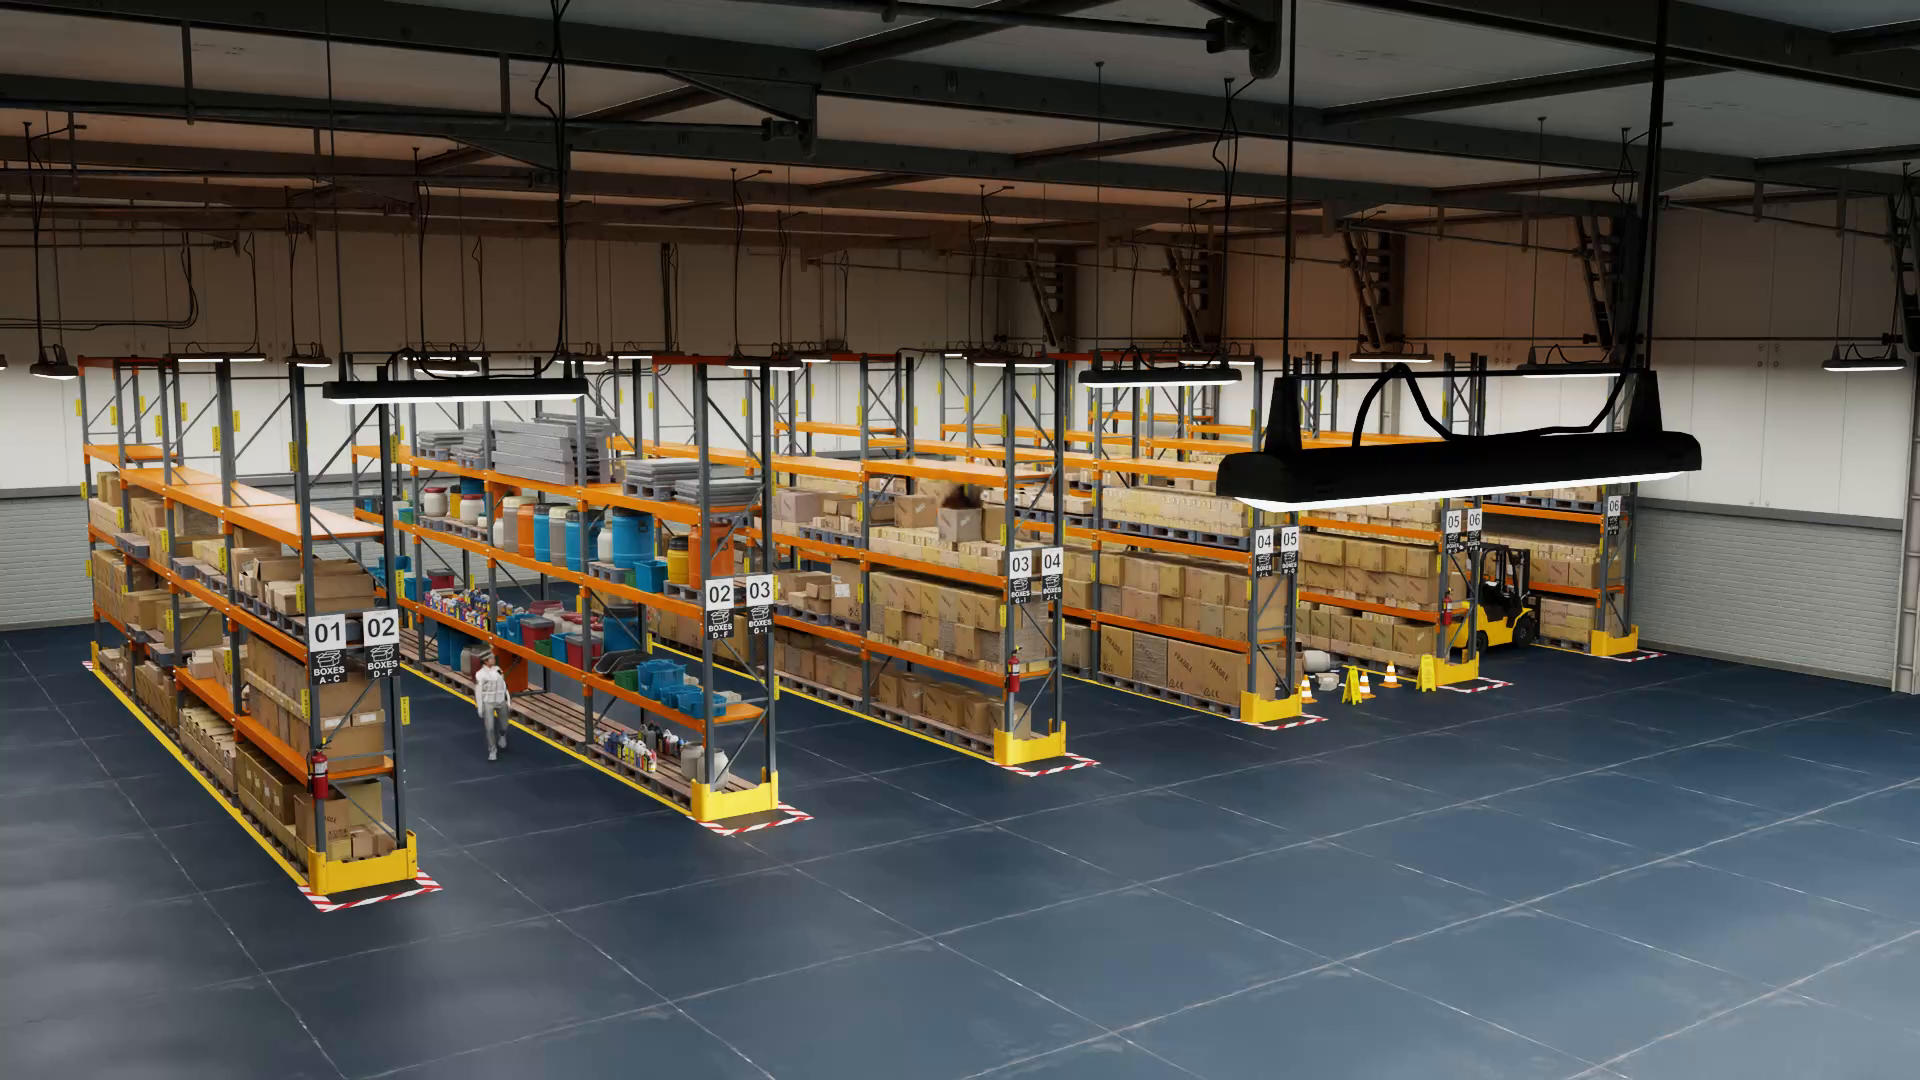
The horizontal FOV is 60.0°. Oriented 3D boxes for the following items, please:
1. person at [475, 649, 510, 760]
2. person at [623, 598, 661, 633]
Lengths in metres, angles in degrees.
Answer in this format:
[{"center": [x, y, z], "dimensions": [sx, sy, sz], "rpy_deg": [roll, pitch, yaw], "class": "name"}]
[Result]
[{"center": [-7.084, 2.449, 25.204], "dimensions": [0.506, 1.652, 0.769], "rpy_deg": [-2, 7, -19], "class": "person"}, {"center": [-6.187, 1.611, 32.108], "dimensions": [0.657, 1.813, 0.877], "rpy_deg": [-4, 8, -32], "class": "person"}]
